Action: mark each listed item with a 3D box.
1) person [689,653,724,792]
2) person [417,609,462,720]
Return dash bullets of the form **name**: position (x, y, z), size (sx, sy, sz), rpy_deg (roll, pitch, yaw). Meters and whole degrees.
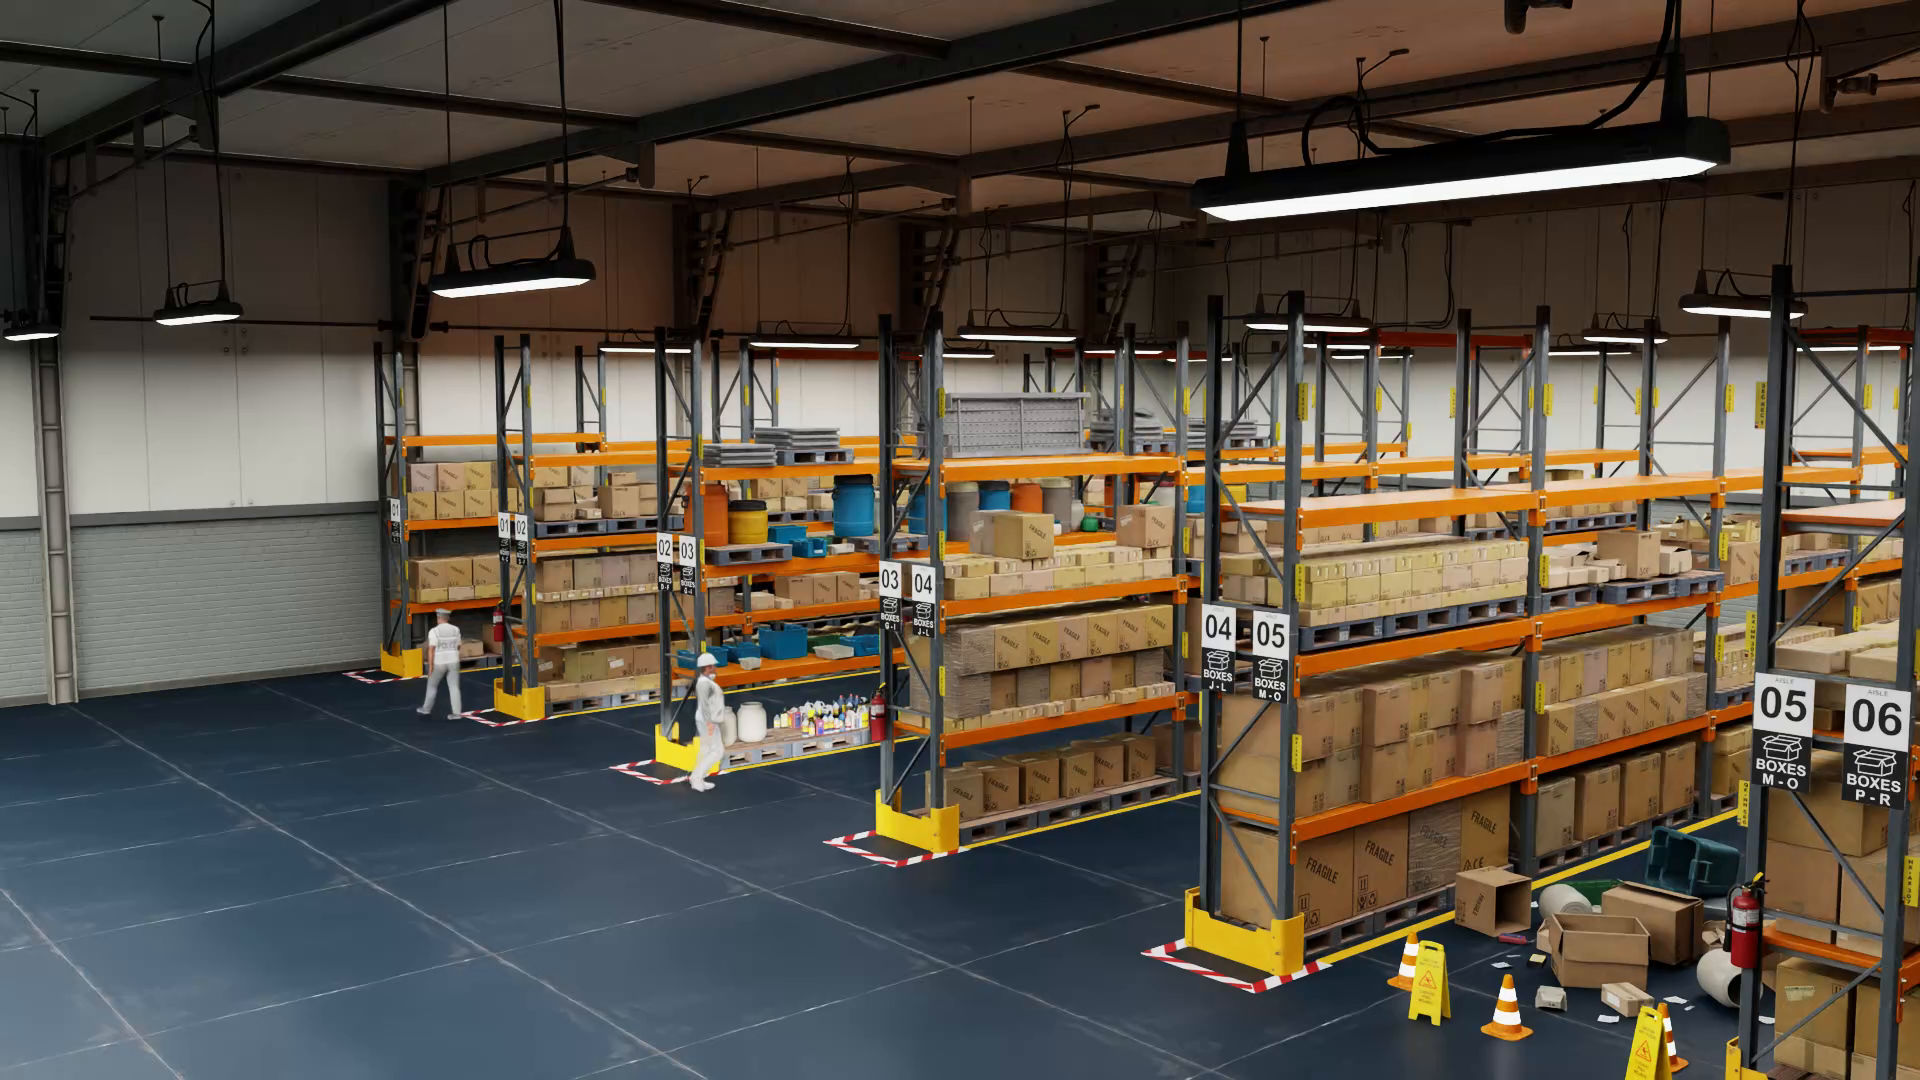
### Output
- **person**: position (-3.251, 2.334, 21.379), size (0.464, 1.755, 0.642), rpy_deg (0, 5, -1)
- **person**: position (-8.106, 1.925, 26.024), size (0.576, 1.700, 0.998), rpy_deg (-4, 6, -34)
